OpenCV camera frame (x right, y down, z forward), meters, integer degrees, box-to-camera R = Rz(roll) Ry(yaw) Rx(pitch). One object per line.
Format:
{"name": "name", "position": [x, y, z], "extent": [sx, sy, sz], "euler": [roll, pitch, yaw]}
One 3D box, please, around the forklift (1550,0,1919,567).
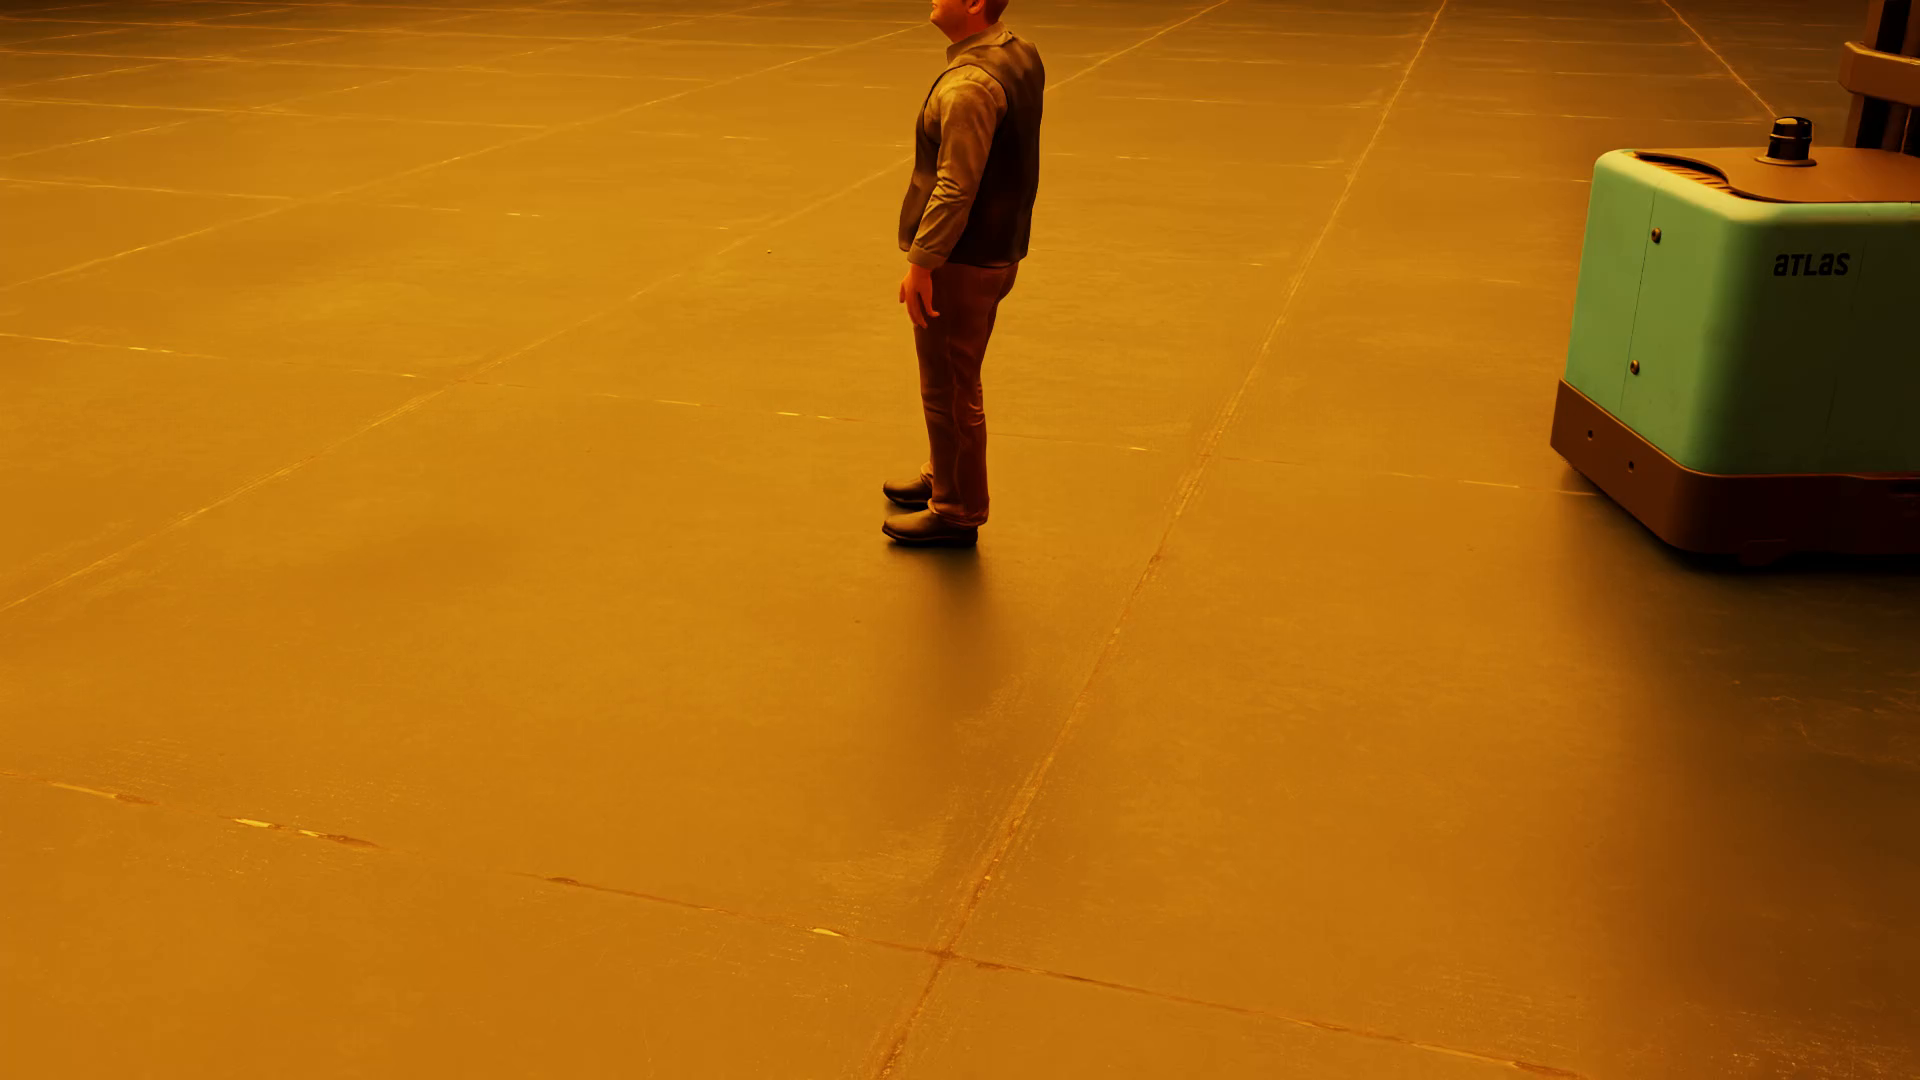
{"name": "forklift", "position": [3.567, -1.482, 4.870], "extent": [3.031, 2.935, 1.130], "euler": [-1, 22, -4]}

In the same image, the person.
{"name": "person", "position": [-0.058, -0.812, 4.813], "extent": [0.566, 1.722, 0.634], "euler": [7, 23, 16]}
